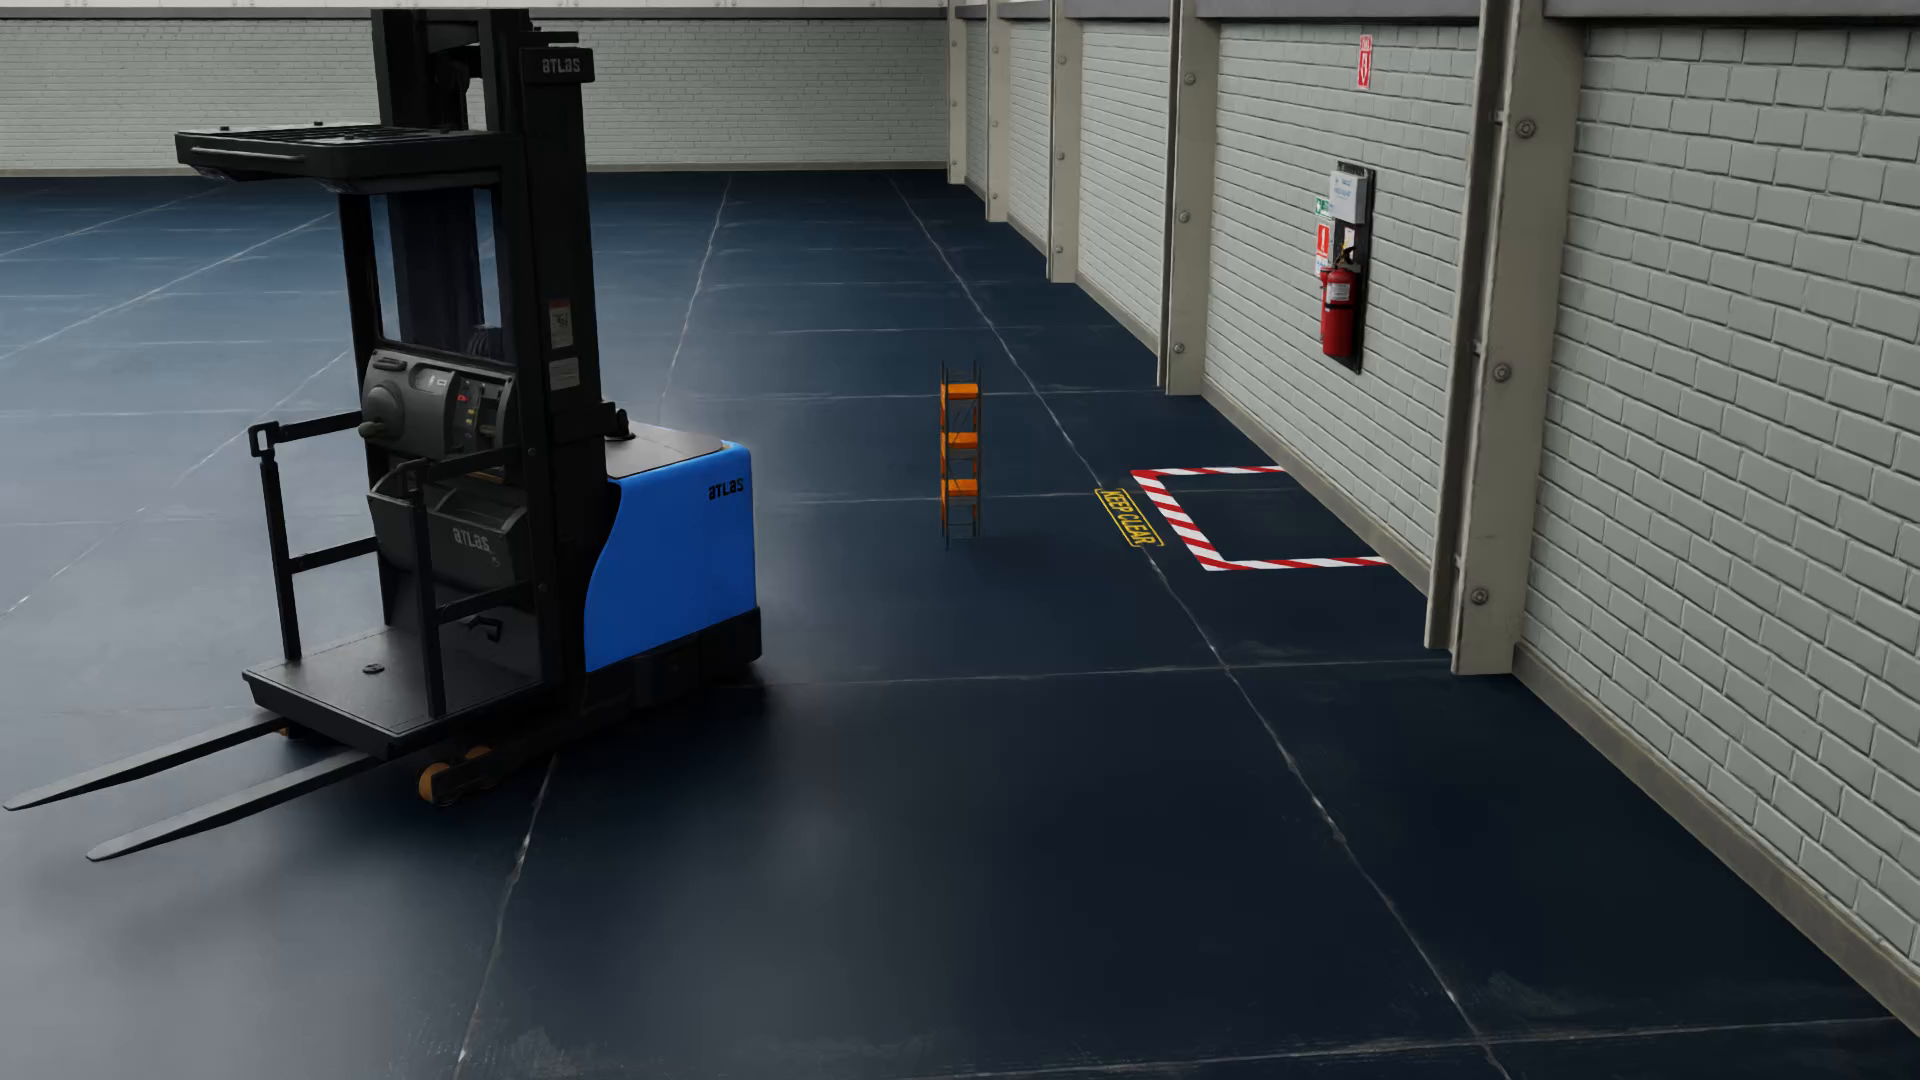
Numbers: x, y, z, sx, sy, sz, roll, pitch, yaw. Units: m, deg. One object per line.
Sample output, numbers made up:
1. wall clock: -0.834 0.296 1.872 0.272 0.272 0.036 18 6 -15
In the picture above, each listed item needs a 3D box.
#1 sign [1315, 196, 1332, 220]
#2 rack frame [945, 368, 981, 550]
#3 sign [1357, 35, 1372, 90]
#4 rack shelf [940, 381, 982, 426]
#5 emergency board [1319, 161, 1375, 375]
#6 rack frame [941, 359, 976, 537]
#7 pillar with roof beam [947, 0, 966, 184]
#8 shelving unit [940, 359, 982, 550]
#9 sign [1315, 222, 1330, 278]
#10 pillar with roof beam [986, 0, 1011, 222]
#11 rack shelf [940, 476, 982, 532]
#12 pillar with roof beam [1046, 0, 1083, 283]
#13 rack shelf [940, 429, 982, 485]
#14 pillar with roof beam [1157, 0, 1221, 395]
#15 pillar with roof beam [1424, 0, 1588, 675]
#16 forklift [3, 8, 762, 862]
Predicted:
1. sign: 2.241 -2.044 10.236 0.001 0.109 0.331 -2 18 -6
2. rack frame: 0.018 -0.449 9.353 0.200 1.050 0.008 -2 18 -6
3. sign: 2.302 -2.719 9.461 0.001 0.298 0.199 -2 18 -6
4. rack shelf: 0.006 -0.746 9.387 0.215 0.259 0.240 -2 18 -6
5. emergency board: 2.203 -1.608 9.791 0.194 1.169 0.643 -2 18 -6
6. rack frame: -0.007 -0.521 9.585 0.200 1.050 0.008 -2 18 -6
7. pillar with roof beam: -4.337 -10.750 28.896 9.100 9.000 0.400 -2 18 -6
8. shelving unit: 0.006 -0.485 9.469 0.215 1.050 0.252 -2 18 -6
9. sign: 2.249 -1.793 10.320 0.001 0.329 0.234 -2 18 -6
10. pillar with roof beam: -3.718 -8.963 23.202 9.100 9.000 0.400 -2 18 -6
11. rack shelf: 0.006 -0.210 9.555 0.215 0.259 0.240 -2 18 -6
12. pillar with roof beam: -3.099 -7.175 17.508 9.100 9.000 0.400 -2 18 -6
13. rack shelf: 0.006 -0.475 9.472 0.215 0.259 0.240 -2 18 -6
14. pillar with roof beam: -2.481 -5.387 11.814 9.100 9.000 0.400 -2 18 -6
15. pillar with roof beam: -1.862 -3.600 6.120 9.100 9.000 0.400 -2 18 -6
16. forklift: -2.220 -0.538 6.497 1.130 2.935 3.031 13 22 36
